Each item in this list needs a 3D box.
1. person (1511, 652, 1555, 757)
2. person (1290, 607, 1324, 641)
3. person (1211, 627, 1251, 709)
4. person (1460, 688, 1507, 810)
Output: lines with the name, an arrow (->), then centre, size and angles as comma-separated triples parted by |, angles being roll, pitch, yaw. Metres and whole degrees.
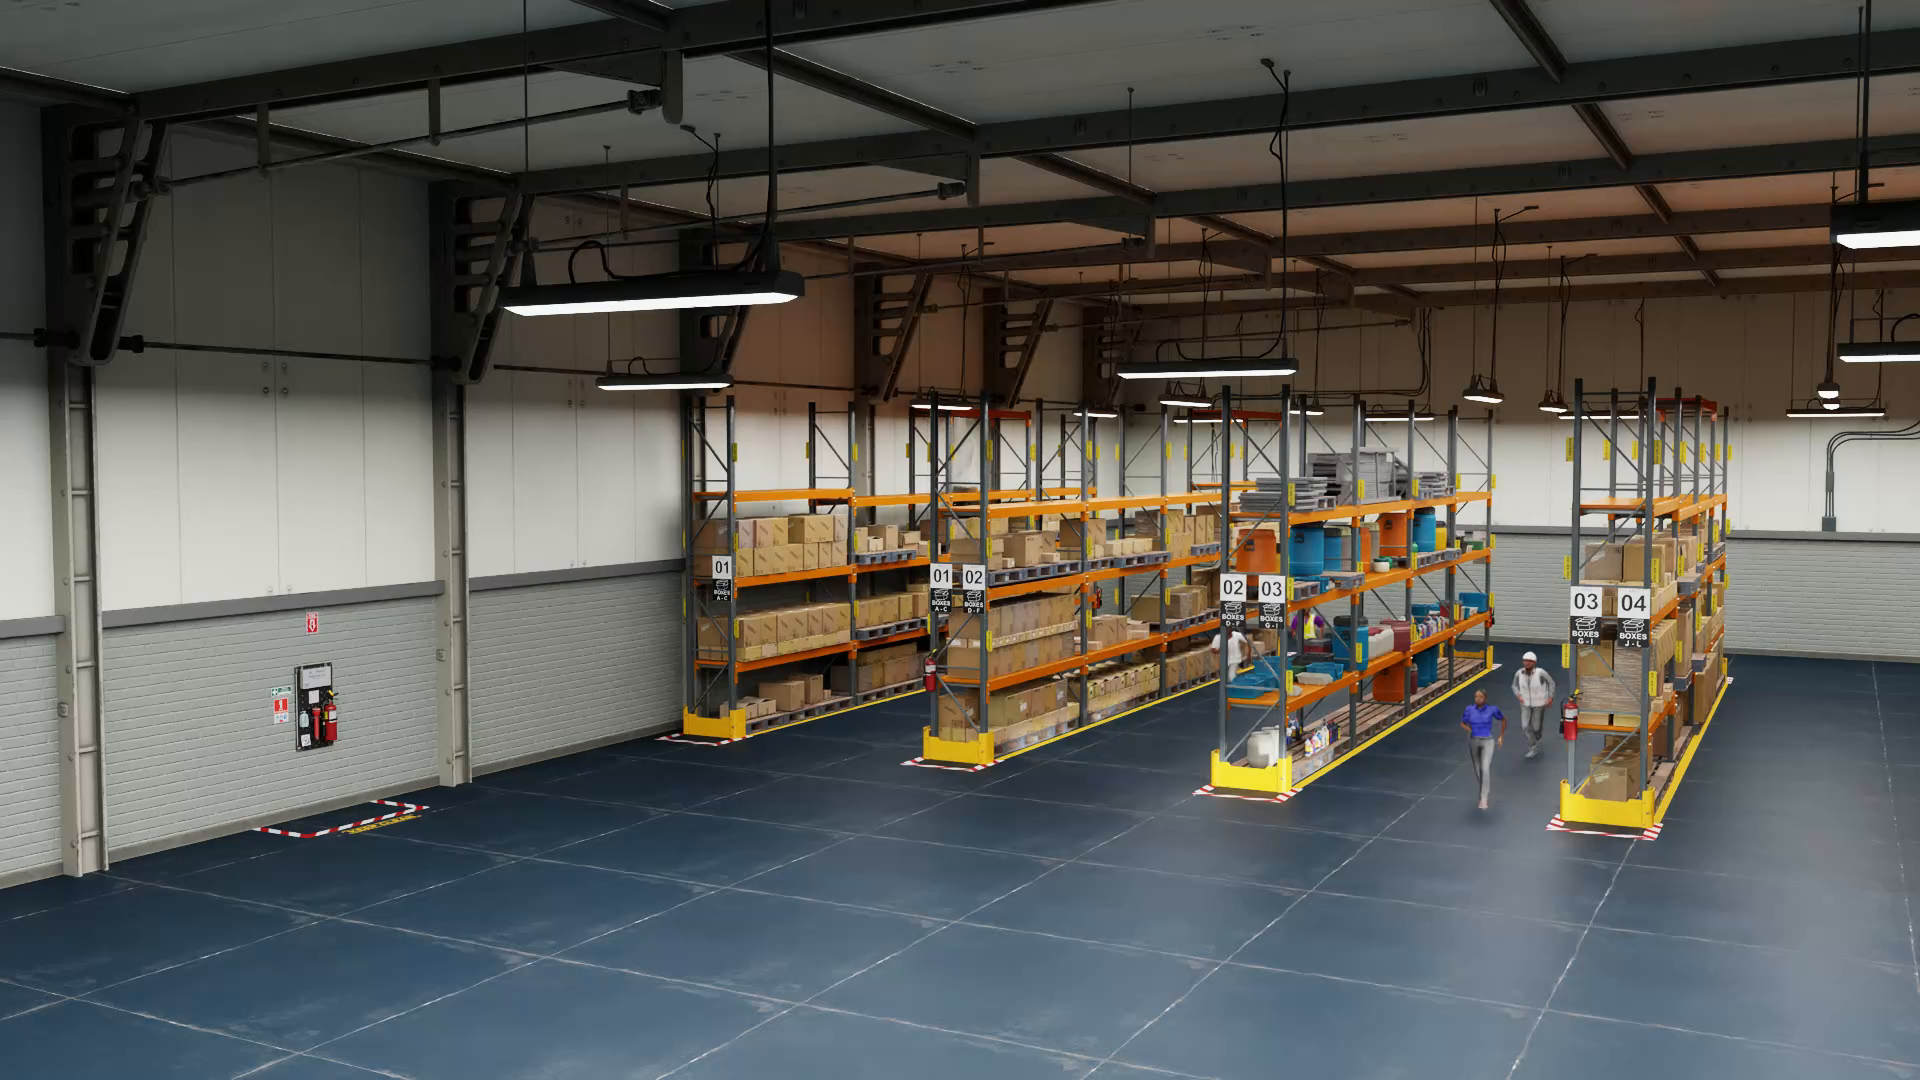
person -> 9.484, 2.711, 27.531 | 0.689, 1.735, 0.700 | 2, 3, 30
person -> 7.563, 2.230, 36.302 | 0.713, 1.736, 0.897 | 1, 3, 21
person -> 5.272, 2.415, 32.413 | 0.734, 1.744, 0.801 | 1, 3, 21
person -> 7.432, 2.949, 23.663 | 0.594, 1.678, 0.827 | 2, 4, 35
